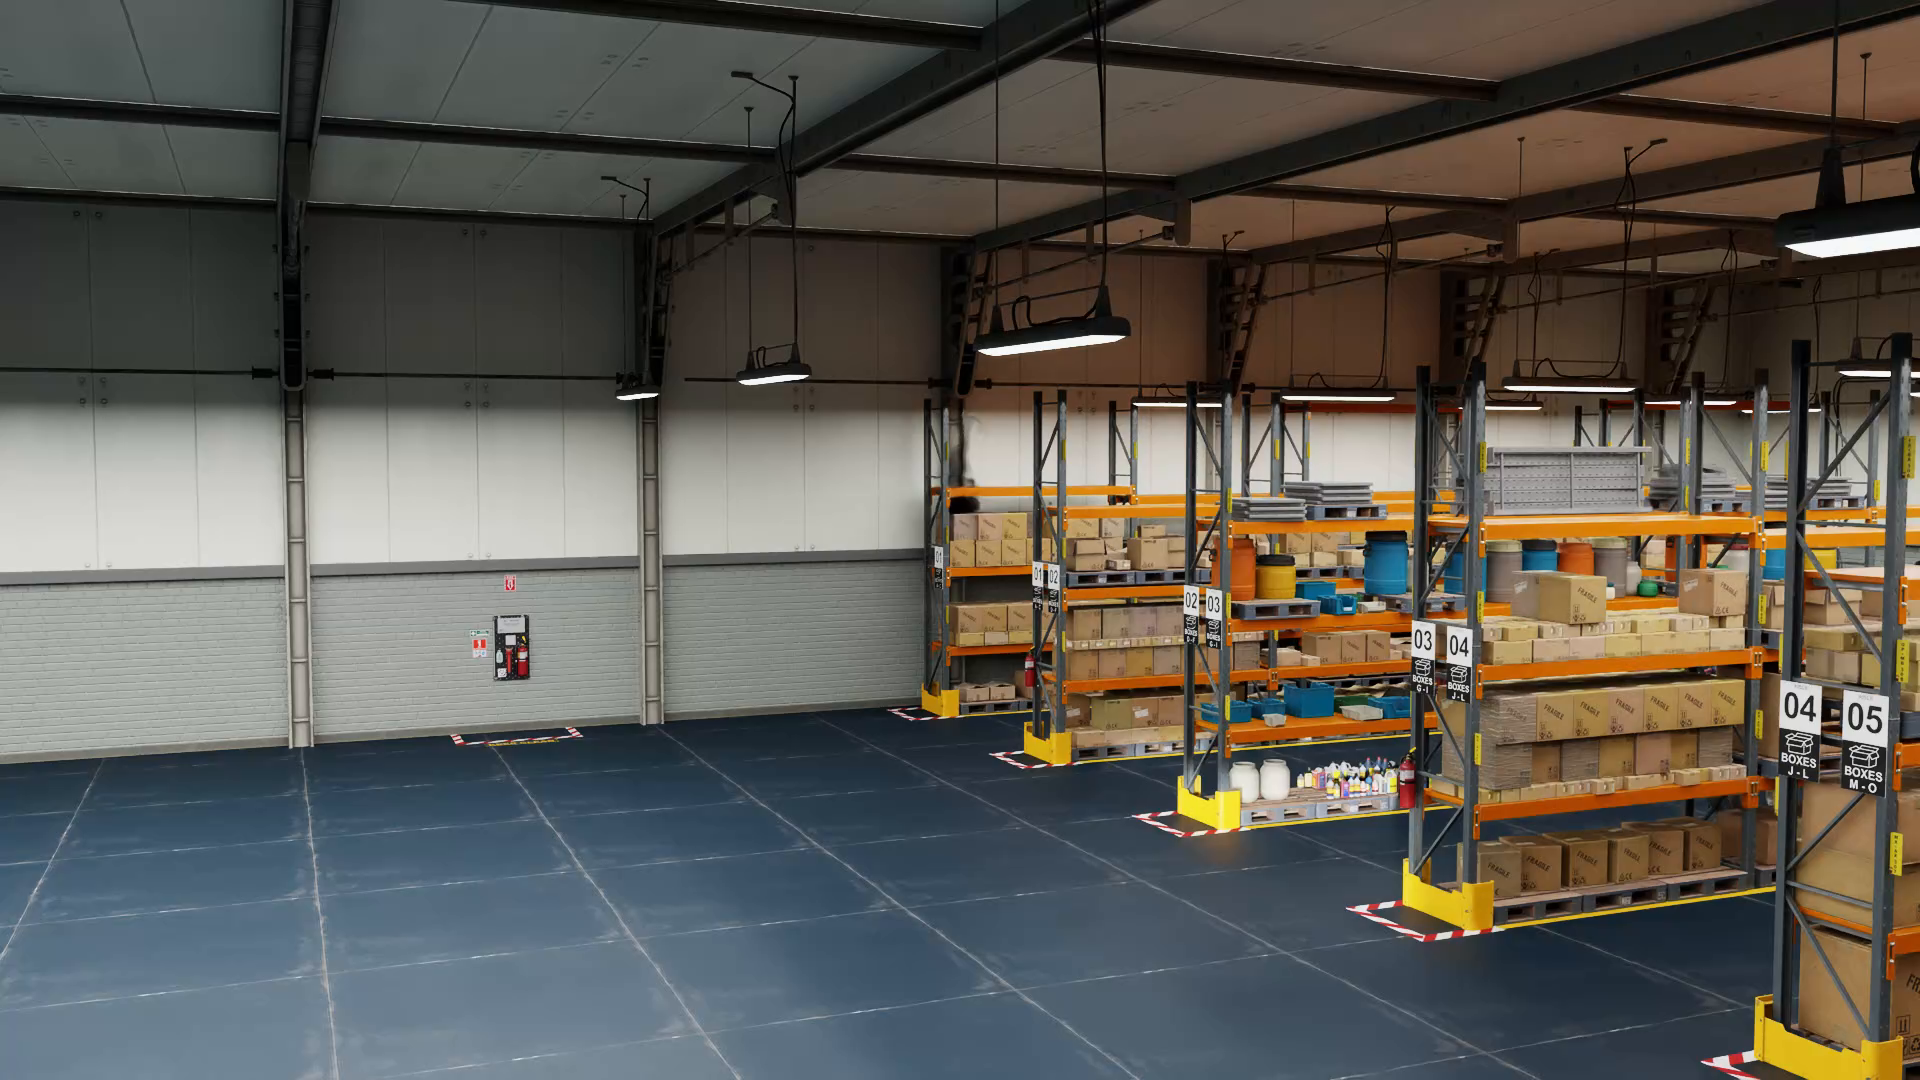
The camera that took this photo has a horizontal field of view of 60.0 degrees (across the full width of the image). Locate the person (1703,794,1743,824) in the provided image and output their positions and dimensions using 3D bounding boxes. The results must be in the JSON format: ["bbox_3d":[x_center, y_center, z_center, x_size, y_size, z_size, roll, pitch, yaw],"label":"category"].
[{"bbox_3d":[10.135,3.037,22.112,0.833,1.603,0.565,-1,4,-21],"label":"person"}]

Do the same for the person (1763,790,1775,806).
[{"bbox_3d":[11.145,2.960,22.623,0.640,1.760,0.681,-1,4,-22],"label":"person"}]
